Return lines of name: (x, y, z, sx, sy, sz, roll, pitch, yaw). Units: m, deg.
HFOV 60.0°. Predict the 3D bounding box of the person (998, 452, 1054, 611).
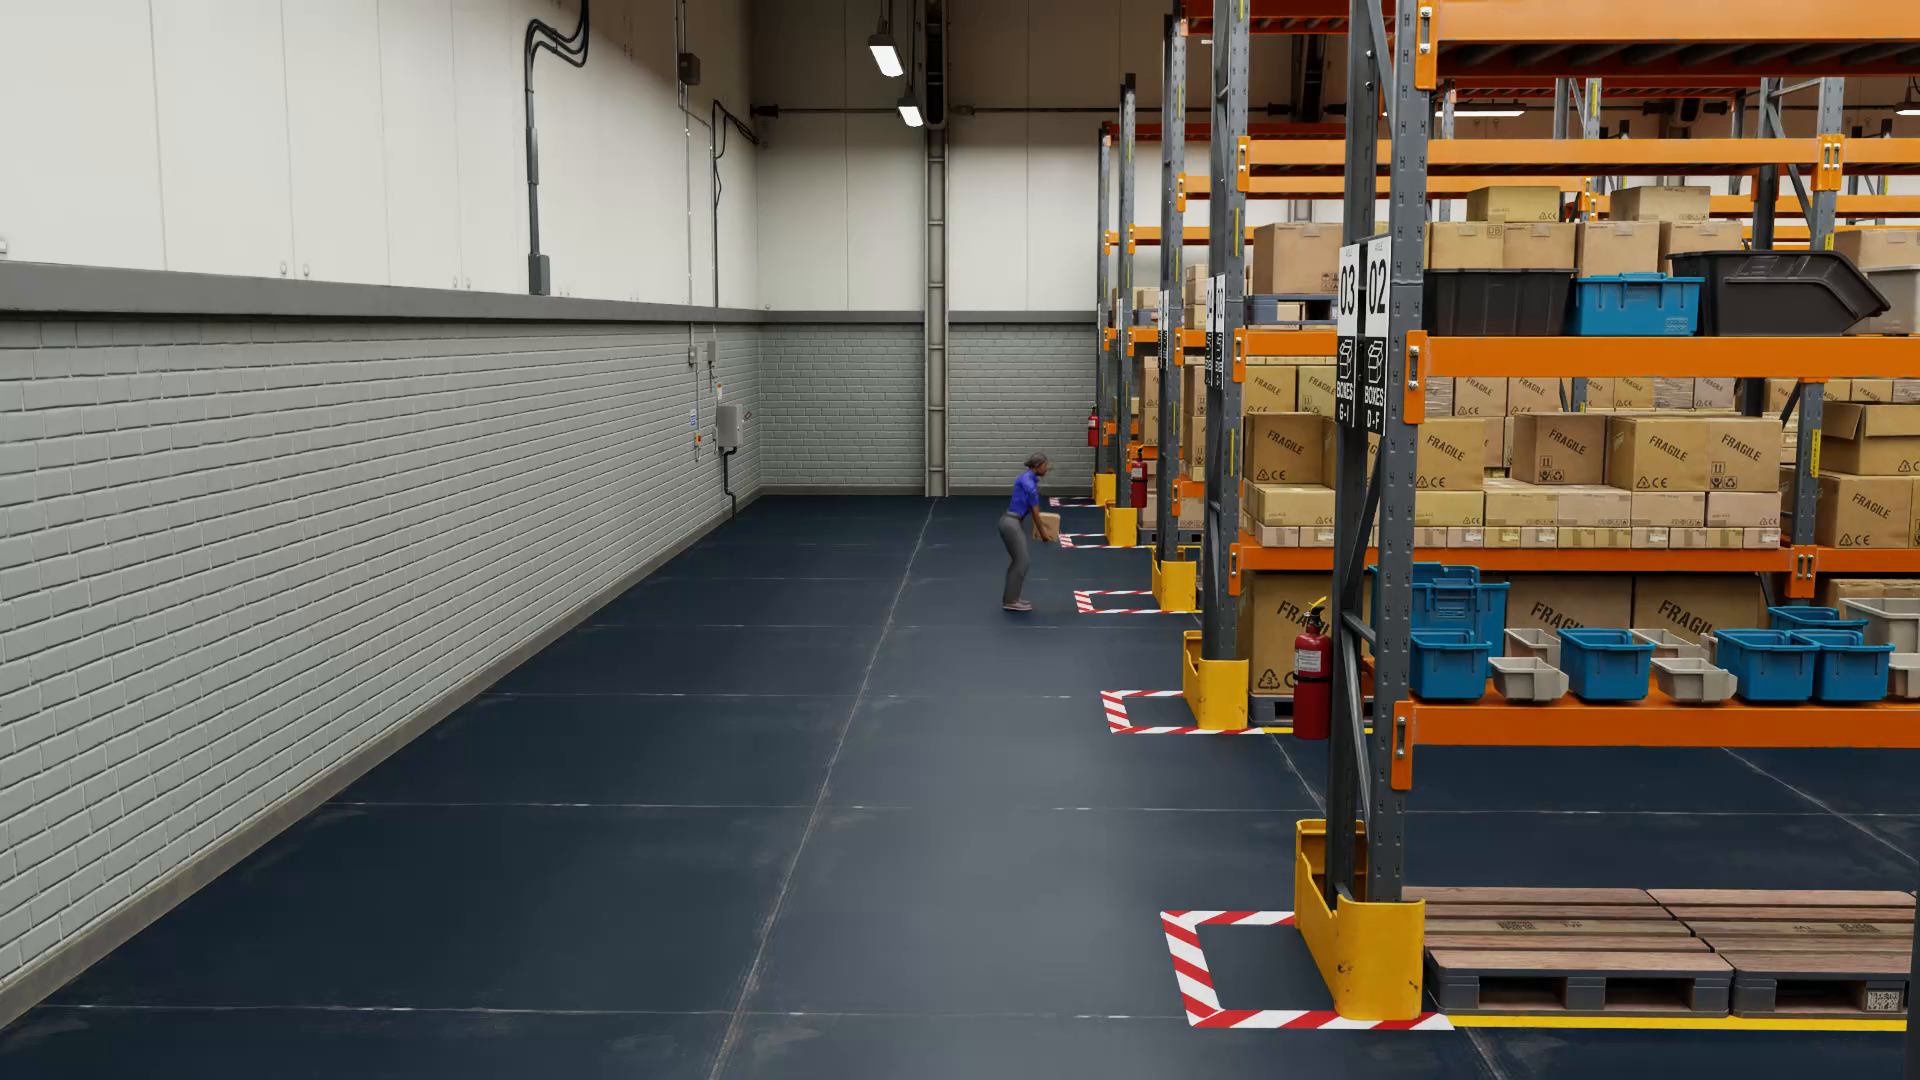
person: (0.661, -0.088, 16.796, 0.562, 1.587, 0.413, 0, 7, 0)
